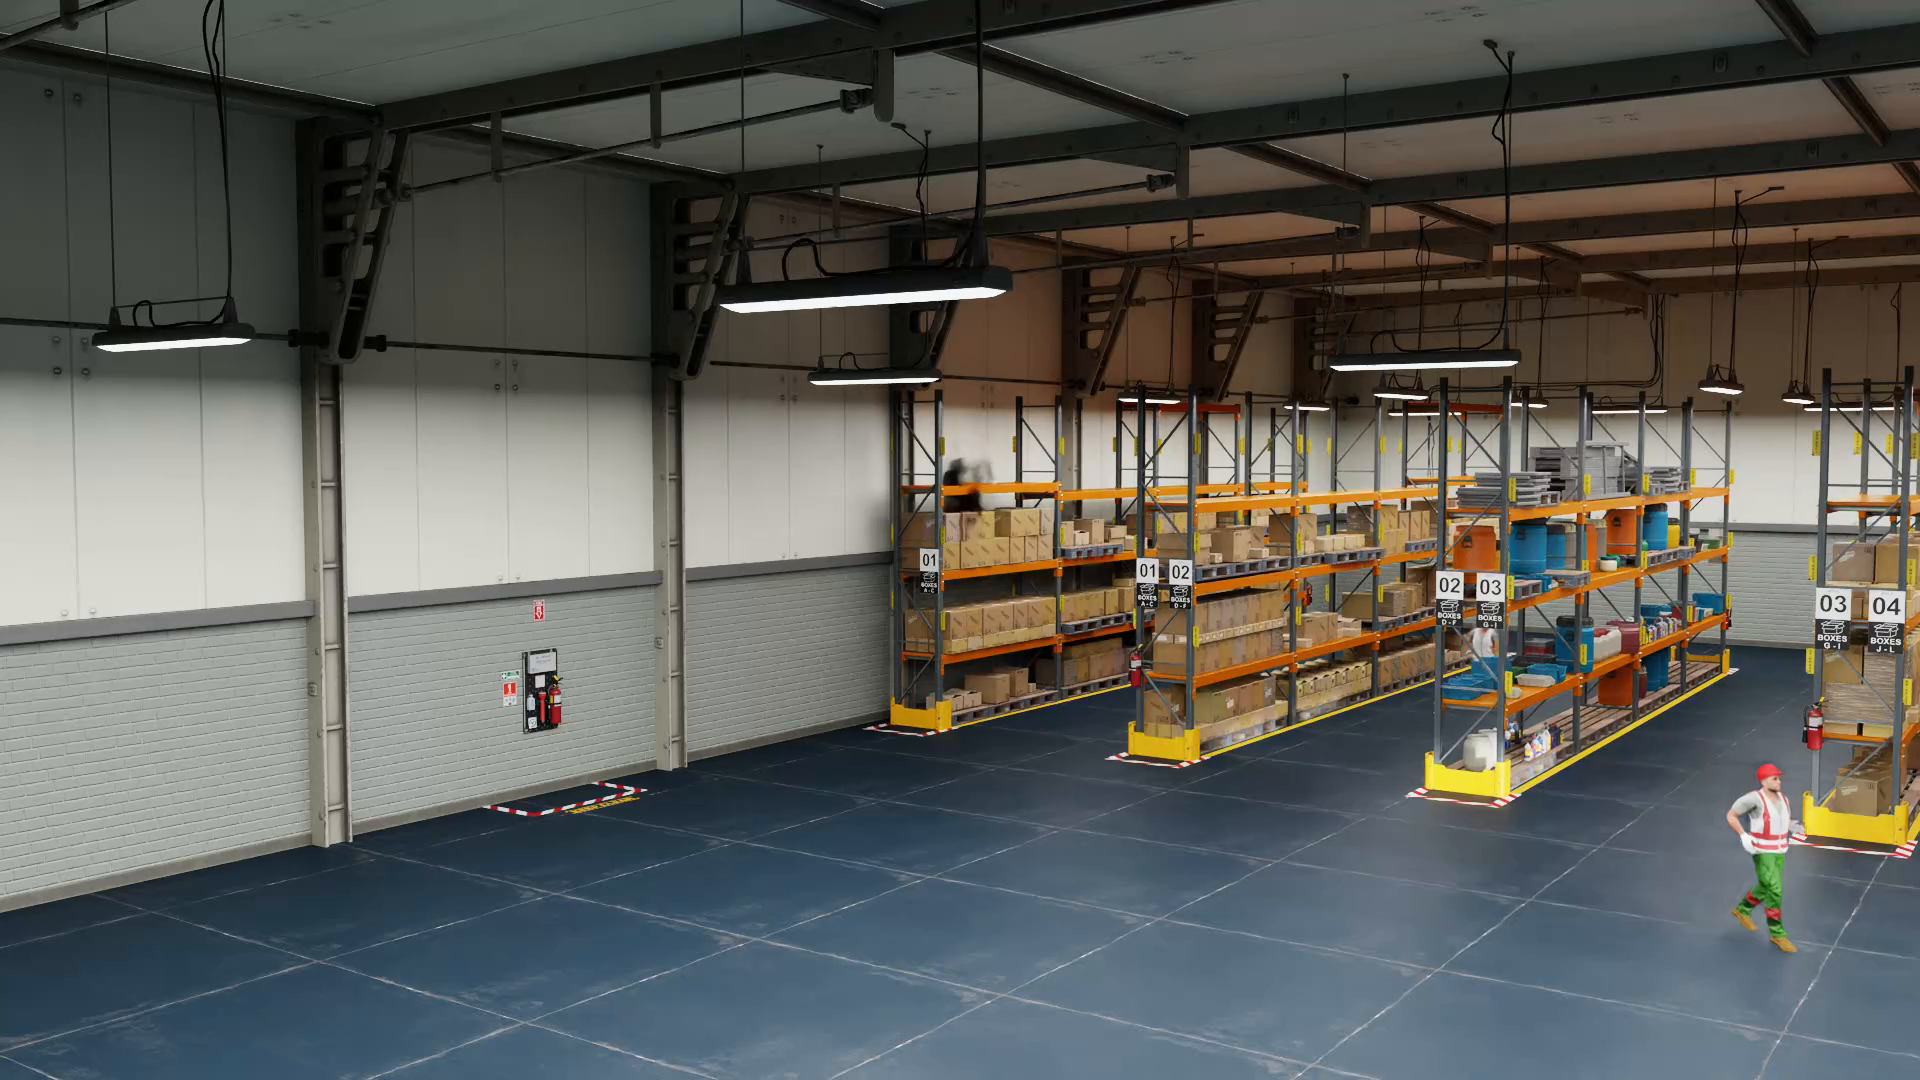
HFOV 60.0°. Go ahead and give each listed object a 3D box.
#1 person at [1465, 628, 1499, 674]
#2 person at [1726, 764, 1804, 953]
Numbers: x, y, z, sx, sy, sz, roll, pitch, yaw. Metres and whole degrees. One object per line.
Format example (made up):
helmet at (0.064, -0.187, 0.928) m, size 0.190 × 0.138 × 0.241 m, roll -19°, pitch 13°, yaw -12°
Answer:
person at (10.125, 2.315, 32.262) m, size 0.656 × 1.739 × 0.587 m, roll 1°, pitch 4°, yaw 23°
person at (8.126, 3.152, 16.763) m, size 0.649 × 1.805 × 0.857 m, roll -1°, pitch 4°, yaw -24°
